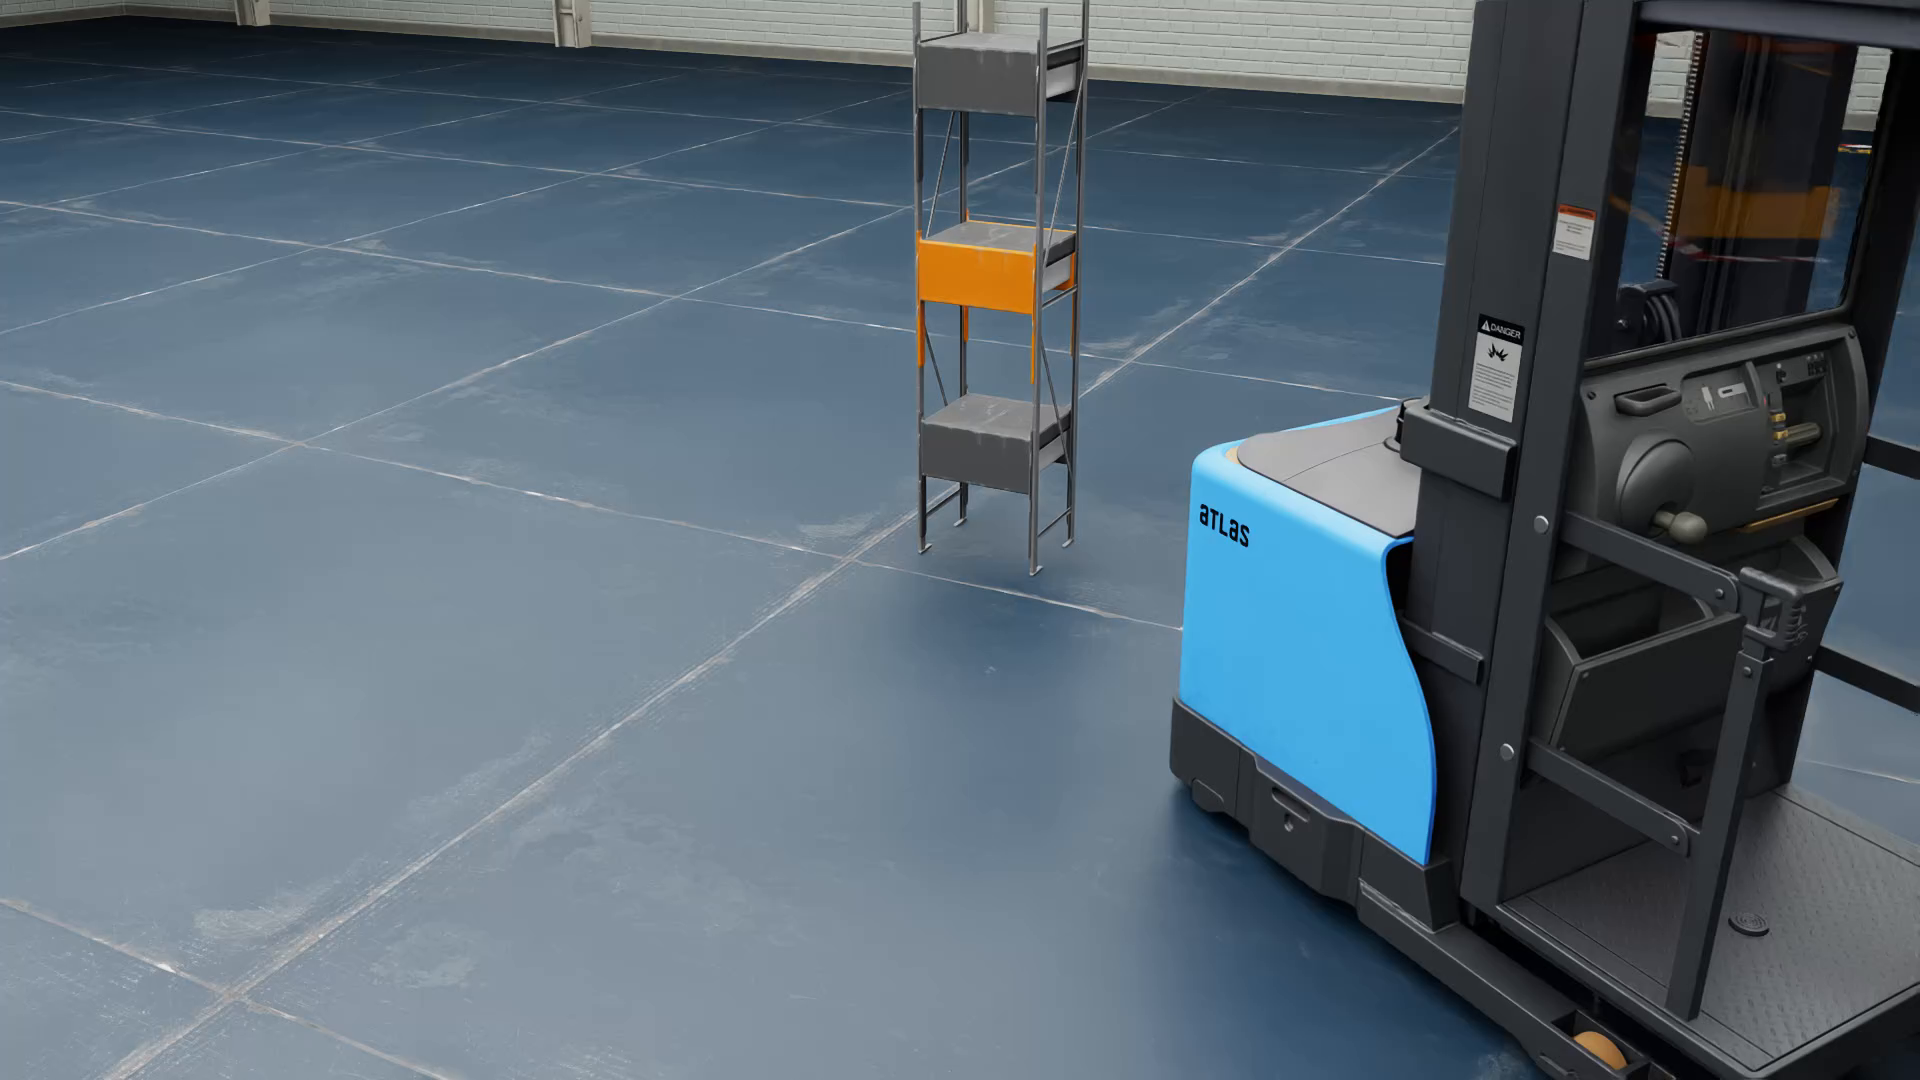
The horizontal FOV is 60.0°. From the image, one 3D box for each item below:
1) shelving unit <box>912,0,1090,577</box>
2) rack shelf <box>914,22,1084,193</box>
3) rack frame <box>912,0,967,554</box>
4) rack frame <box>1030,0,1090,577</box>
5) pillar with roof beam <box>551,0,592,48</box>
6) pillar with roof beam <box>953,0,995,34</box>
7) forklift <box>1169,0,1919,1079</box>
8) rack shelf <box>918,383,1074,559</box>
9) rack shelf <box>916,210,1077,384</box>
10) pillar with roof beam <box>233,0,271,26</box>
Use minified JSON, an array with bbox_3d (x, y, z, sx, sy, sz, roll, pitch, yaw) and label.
[{"bbox_3d":[0.148,-0.937,6.270,0.503,2.100,0.431,11,25,25],"label":"shelving unit"},{"bbox_3d":[0.148,-1.569,6.002,0.480,0.518,0.431,11,25,25],"label":"rack shelf"},{"bbox_3d":[-0.070,-0.980,6.372,0.015,2.100,0.400,11,25,25],"label":"rack frame"},{"bbox_3d":[0.365,-0.894,6.169,0.015,2.100,0.400,11,25,25],"label":"rack frame"},{"bbox_3d":[-7.134,-9.283,17.081,0.400,9.000,9.100,11,25,25],"label":"pillar with roof beam"},{"bbox_3d":[-1.779,-8.224,14.589,0.400,9.000,9.100,11,25,25],"label":"pillar with roof beam"},{"bbox_3d":[1.806,-0.211,3.502,1.130,2.935,3.031,-13,26,-28],"label":"forklift"},{"bbox_3d":[0.148,-0.280,6.550,0.480,0.518,0.431,11,25,25],"label":"rack shelf"},{"bbox_3d":[0.148,-0.924,6.276,0.480,0.518,0.431,11,25,25],"label":"rack shelf"},{"bbox_3d":[-12.488,-10.343,19.572,0.400,9.000,9.100,11,25,25],"label":"pillar with roof beam"}]
